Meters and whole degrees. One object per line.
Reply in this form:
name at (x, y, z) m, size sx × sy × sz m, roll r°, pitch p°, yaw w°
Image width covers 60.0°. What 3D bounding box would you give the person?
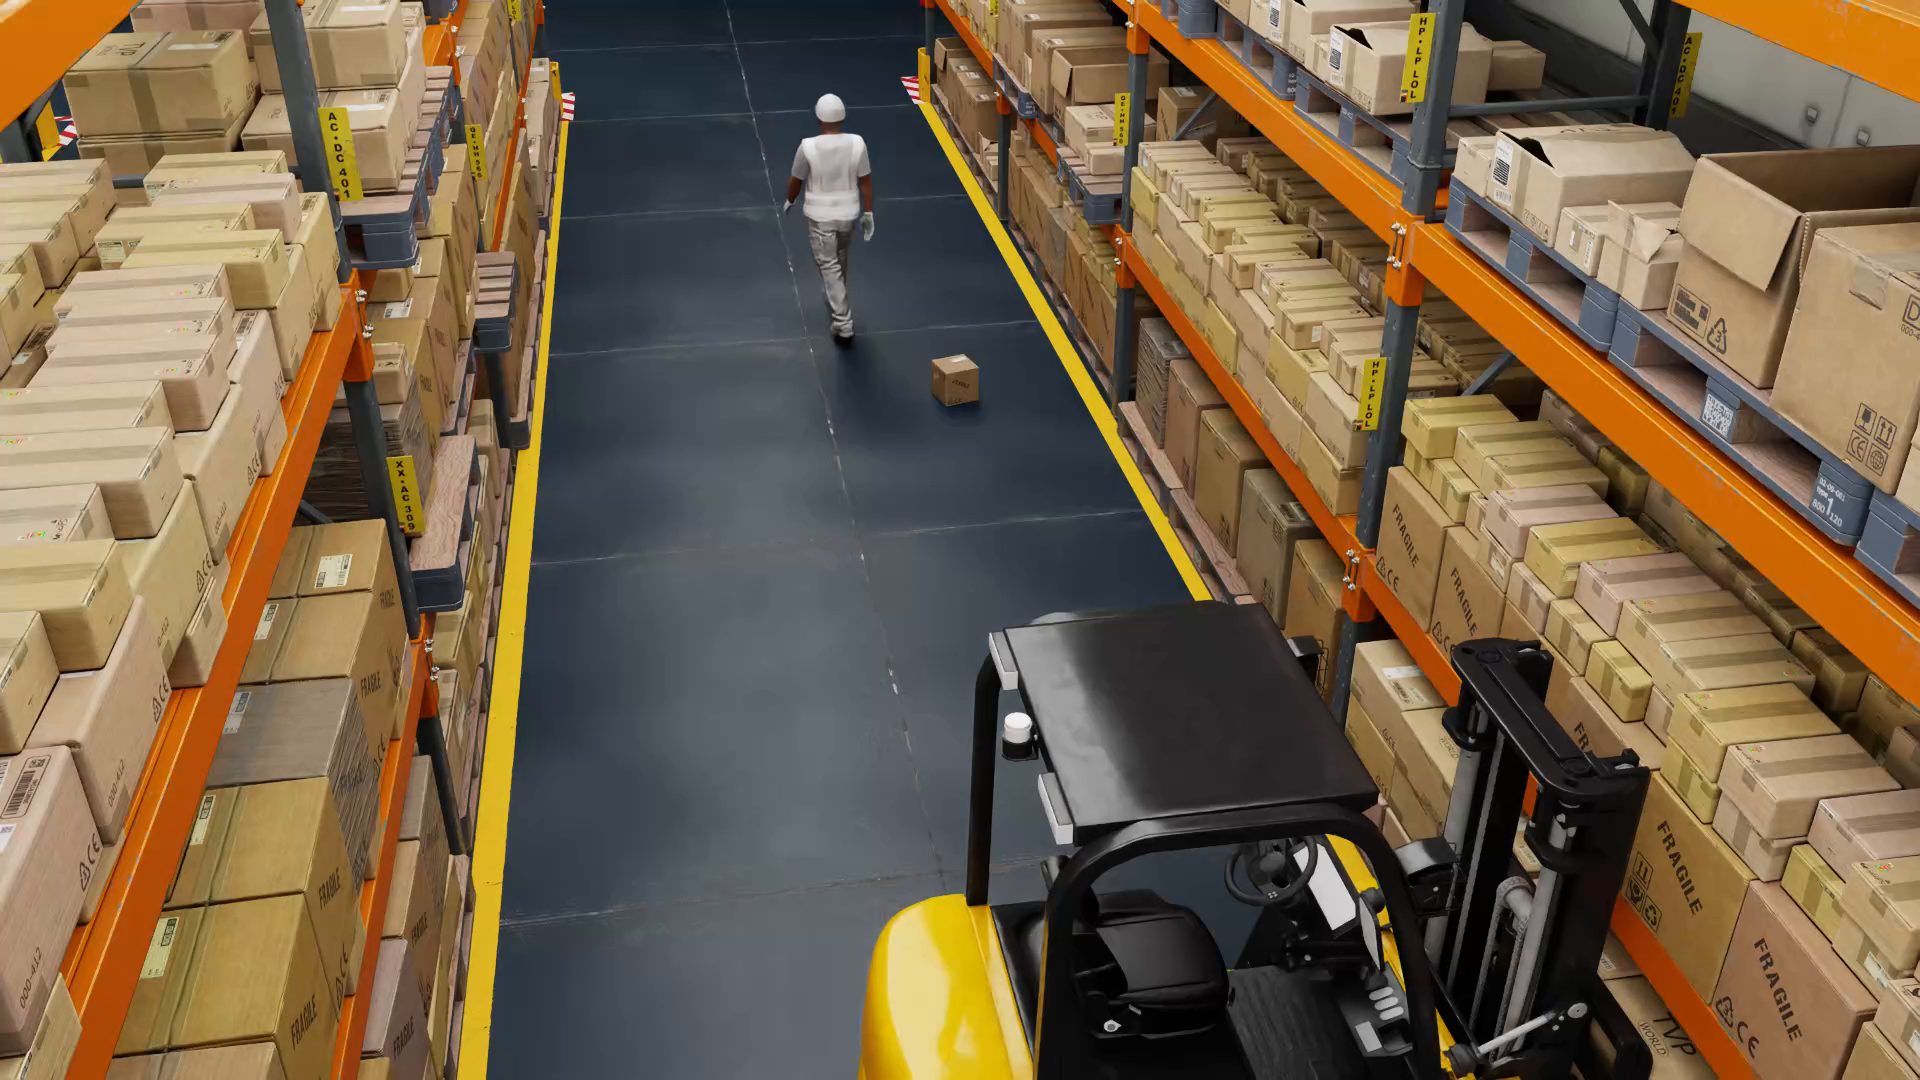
person at (-0.974, -2.434, 12.263) m, size 0.566 × 1.736 × 1.067 m, roll -13°, pitch 33°, yaw -21°
